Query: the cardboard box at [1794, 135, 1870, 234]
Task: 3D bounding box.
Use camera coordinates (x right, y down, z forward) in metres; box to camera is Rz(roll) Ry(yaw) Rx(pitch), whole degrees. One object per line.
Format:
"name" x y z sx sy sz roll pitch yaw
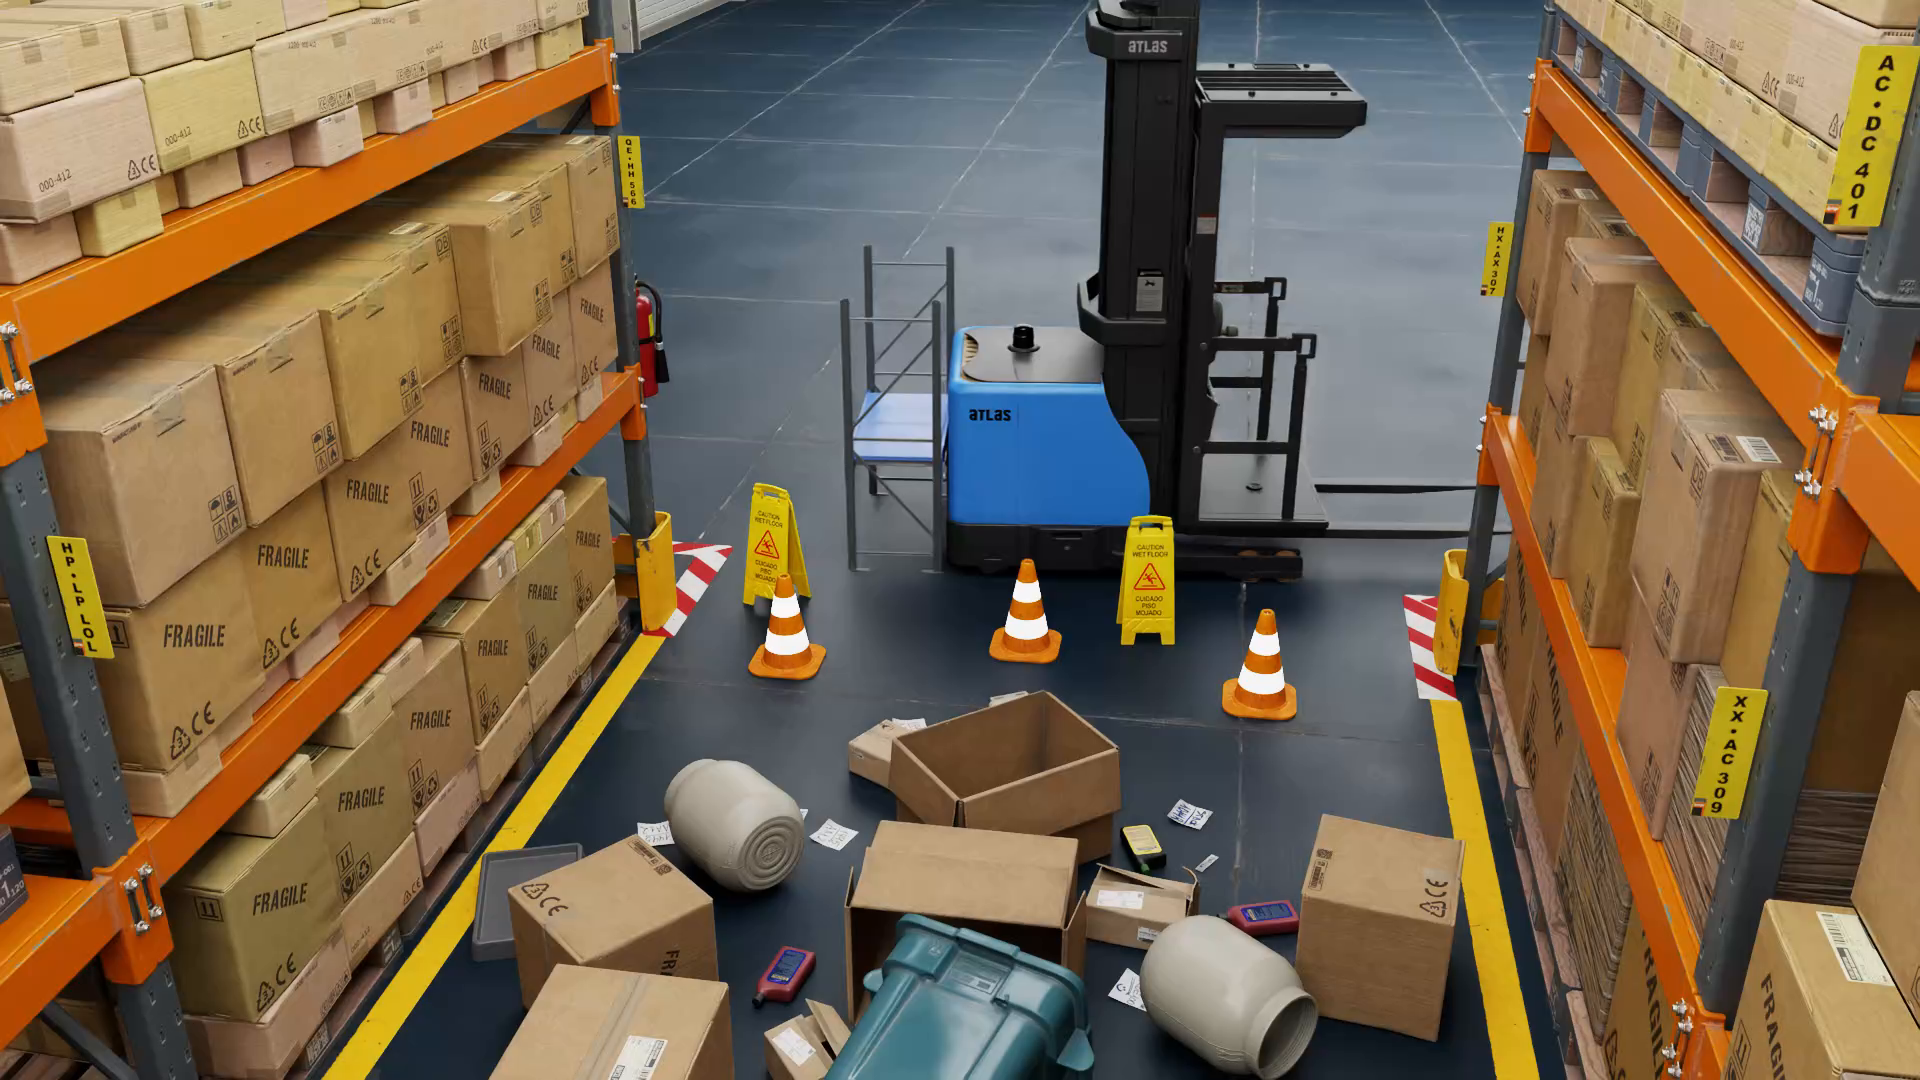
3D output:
"cardboard box" 1.958 -0.725 3.405 0.380 0.149 0.250 4 25 8

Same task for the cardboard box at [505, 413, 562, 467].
"cardboard box" -1.889 -0.430 6.926 0.380 0.149 0.250 4 25 9

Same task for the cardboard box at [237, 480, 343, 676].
"cardboard box" -2.280 0.073 5.087 0.500 0.500 0.500 4 25 8

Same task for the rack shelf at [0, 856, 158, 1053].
"rack shelf" -3.013 1.791 2.733 1.077 0.370 4.000 4 25 9

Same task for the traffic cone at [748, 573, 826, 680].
"traffic cone" -0.830 0.374 7.904 0.336 0.463 0.334 4 25 9

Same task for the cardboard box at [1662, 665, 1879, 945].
"cardboard box" 2.263 0.707 4.025 0.875 0.550 0.550 4 25 9

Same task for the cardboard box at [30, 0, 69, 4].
"cardboard box" -2.694 -1.561 4.865 0.380 0.149 0.250 4 25 7

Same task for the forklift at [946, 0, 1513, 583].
"forklift" 1.452 -1.331 8.635 3.031 2.935 1.130 1 25 1

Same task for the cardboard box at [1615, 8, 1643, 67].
"cardboard box" 2.289 -1.574 5.220 0.380 0.149 0.250 4 25 8

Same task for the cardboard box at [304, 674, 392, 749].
"cardboard box" -2.161 0.560 5.615 0.380 0.149 0.250 5 26 11

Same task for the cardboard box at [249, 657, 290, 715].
"cardboard box" -2.314 0.411 5.130 0.380 0.149 0.250 4 25 8

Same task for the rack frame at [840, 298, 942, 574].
"rack frame" -0.346 -0.512 8.574 0.500 1.500 0.032 2 25 3

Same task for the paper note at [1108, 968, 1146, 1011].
"paper note" 0.631 1.583 5.841 0.172 0.023 0.155 13 28 26

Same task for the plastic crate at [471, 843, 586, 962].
"plastic crate" -1.620 1.352 6.268 0.402 0.080 0.583 -5 25 -10

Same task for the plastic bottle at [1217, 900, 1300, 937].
"plastic bottle" 1.105 1.409 6.168 0.283 0.061 0.133 -5 25 -10

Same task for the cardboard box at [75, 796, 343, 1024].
"cardboard box" -2.323 1.117 5.190 0.500 0.500 0.500 5 26 11

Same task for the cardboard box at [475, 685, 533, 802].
"cardboard box" -2.071 0.803 6.744 0.500 0.250 0.500 3 25 7

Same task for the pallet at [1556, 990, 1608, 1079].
"pallet" 2.416 1.880 4.984 1.003 0.211 1.213 4 25 9

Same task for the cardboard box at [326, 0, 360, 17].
"cardboard box" -2.140 -1.742 5.251 0.380 0.149 0.250 5 25 10

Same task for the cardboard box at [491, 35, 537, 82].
"cardboard box" -1.900 -1.905 6.539 0.380 0.149 0.250 5 26 10

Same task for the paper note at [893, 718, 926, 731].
"paper note" -0.223 0.834 7.432 0.148 0.019 0.142 -5 25 -10

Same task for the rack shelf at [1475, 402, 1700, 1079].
"rack shelf" 2.541 0.419 5.665 1.077 0.370 4.000 4 25 9

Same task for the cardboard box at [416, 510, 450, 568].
"cardboard box" -2.086 -0.008 6.026 0.380 0.149 0.250 4 25 8

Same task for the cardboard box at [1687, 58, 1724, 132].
"cardboard box" 2.124 -1.150 4.313 0.380 0.149 0.250 4 25 9

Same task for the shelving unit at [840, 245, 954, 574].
"shelving unit" -0.314 -0.727 9.033 0.538 1.500 1.048 2 25 3

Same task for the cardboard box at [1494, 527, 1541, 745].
"cardboard box" 2.822 0.317 7.045 0.875 0.875 0.875 4 25 9

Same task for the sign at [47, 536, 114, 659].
"sign" -2.138 0.142 4.043 0.100 0.325 0.005 4 25 9

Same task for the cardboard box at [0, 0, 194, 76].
"cardboard box" -2.246 -1.307 4.320 0.380 0.149 0.250 3 25 7

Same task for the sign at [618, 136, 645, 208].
"sign" -1.488 -1.665 7.529 0.100 0.325 0.005 4 25 9

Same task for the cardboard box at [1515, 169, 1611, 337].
"cardboard box" 2.769 -1.148 6.713 0.875 0.550 0.550 4 25 9

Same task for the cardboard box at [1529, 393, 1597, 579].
"cardboard box" 2.568 -0.196 5.953 0.875 0.550 0.550 4 25 9

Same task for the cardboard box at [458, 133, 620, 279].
"cardboard box" -1.900 -1.448 7.157 0.700 0.500 0.500 3 25 7

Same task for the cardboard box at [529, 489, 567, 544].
"cardboard box" -1.899 -0.111 7.047 0.380 0.149 0.250 5 26 10

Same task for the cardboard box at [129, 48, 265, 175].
"cardboard box" -2.269 -1.178 4.515 0.500 0.250 0.500 4 25 8

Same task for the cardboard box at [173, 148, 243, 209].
"cardboard box" -2.283 -1.048 4.709 0.380 0.149 0.250 5 26 10

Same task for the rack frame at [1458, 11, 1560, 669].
"rack frame" 2.868 -0.743 7.299 1.000 3.000 0.127 4 25 9

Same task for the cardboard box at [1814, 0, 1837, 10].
"cardboard box" 2.001 -1.192 3.463 0.380 0.149 0.250 4 25 8

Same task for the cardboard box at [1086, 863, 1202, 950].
"cardboard box" 0.678 1.322 6.113 0.396 0.266 0.258 8 26 18

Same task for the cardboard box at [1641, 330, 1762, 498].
"cardboard box" 2.508 -0.234 4.760 0.875 0.550 0.550 4 25 9

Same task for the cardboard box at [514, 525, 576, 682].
"cardboard box" -1.988 0.243 7.056 0.500 0.500 0.500 5 26 10

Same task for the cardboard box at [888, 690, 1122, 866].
"cardboard box" 0.179 0.997 6.527 0.797 0.503 0.637 -14 29 -27

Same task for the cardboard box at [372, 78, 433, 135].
"cardboard box" -2.021 -1.475 5.620 0.380 0.149 0.250 4 25 8

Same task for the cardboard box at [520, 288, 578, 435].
"cardboard box" -1.935 -0.769 6.885 0.500 0.500 0.500 4 25 9

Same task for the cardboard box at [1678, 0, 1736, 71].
"cardboard box" 2.208 -1.375 4.324 0.500 0.250 0.500 4 25 8

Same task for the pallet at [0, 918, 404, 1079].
"pallet" -2.611 1.609 5.564 1.003 0.211 1.213 4 25 9

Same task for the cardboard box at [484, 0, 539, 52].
"cardboard box" -1.946 -2.027 6.330 0.500 0.250 0.500 4 25 8

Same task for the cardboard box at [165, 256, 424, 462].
"cardboard box" -2.186 -0.593 5.330 0.700 0.500 0.500 3 25 7

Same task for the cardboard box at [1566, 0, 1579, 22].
"cardboard box" 2.455 -1.996 6.120 0.380 0.149 0.250 4 25 9
